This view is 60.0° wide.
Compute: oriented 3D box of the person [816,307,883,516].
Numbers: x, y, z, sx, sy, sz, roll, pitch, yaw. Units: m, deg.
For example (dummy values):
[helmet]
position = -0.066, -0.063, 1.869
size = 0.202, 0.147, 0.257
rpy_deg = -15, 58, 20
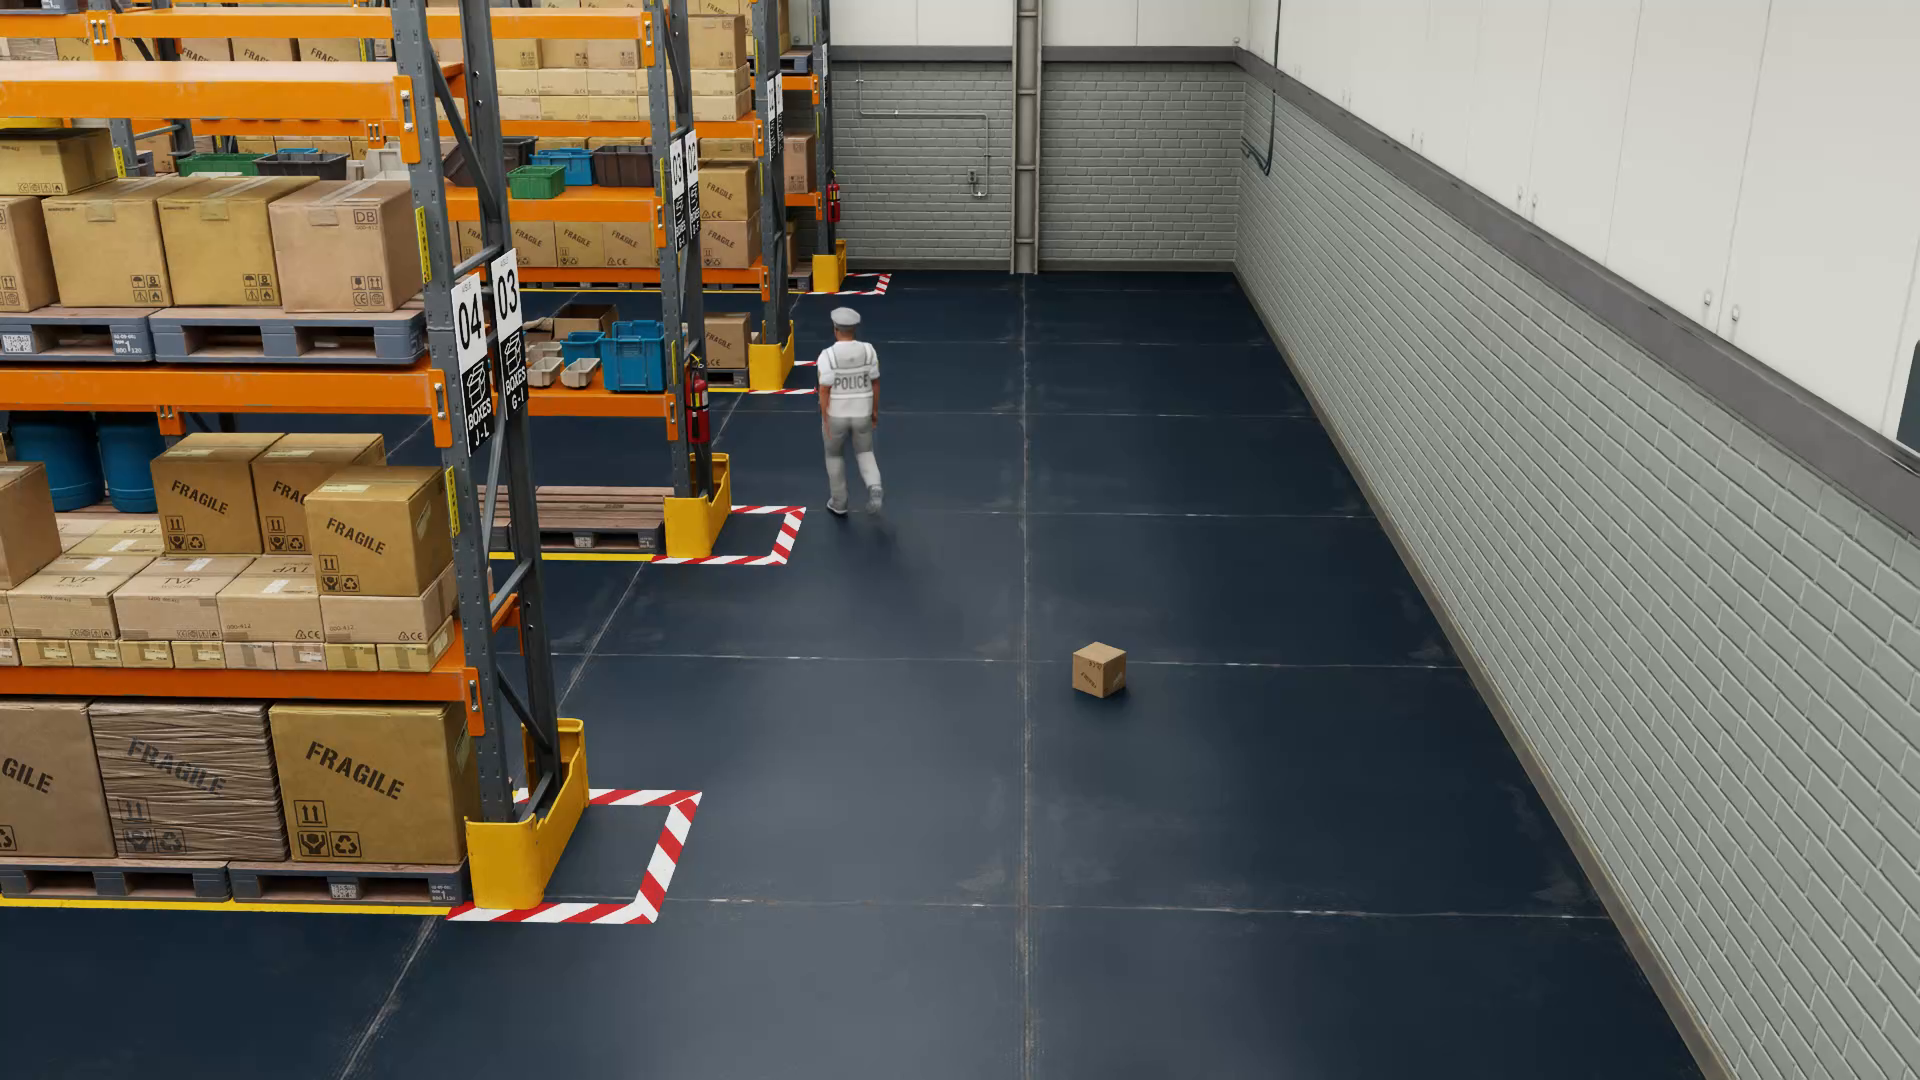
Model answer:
[person]
position = -0.902, -1.036, 13.740
size = 0.534, 1.756, 0.675
rpy_deg = -8, 22, -20
